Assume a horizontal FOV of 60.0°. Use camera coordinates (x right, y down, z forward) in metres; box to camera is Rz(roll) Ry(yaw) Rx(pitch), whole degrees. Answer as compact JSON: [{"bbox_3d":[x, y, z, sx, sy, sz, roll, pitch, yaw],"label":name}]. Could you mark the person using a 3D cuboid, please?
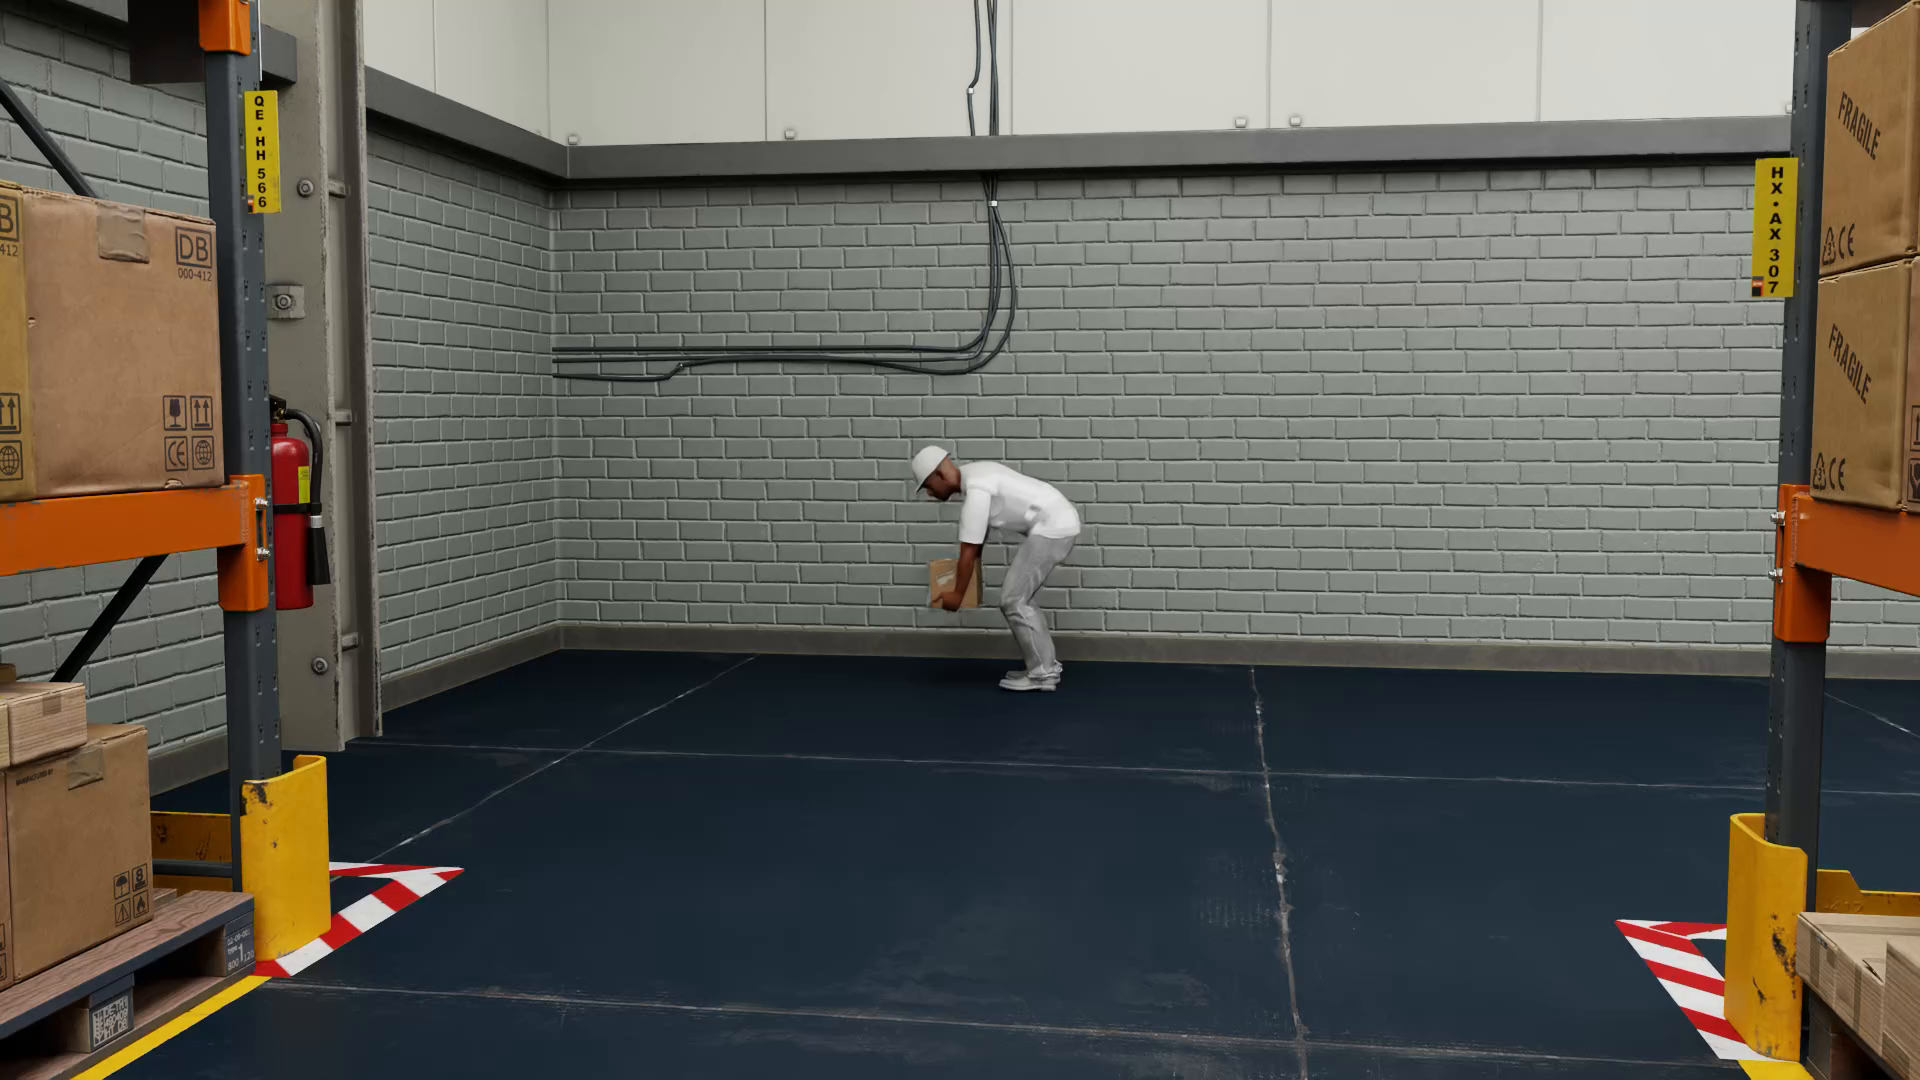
[{"bbox_3d":[0.194,0.146,9.036,0.924,1.310,0.493,1,4,7],"label":"person"}]
